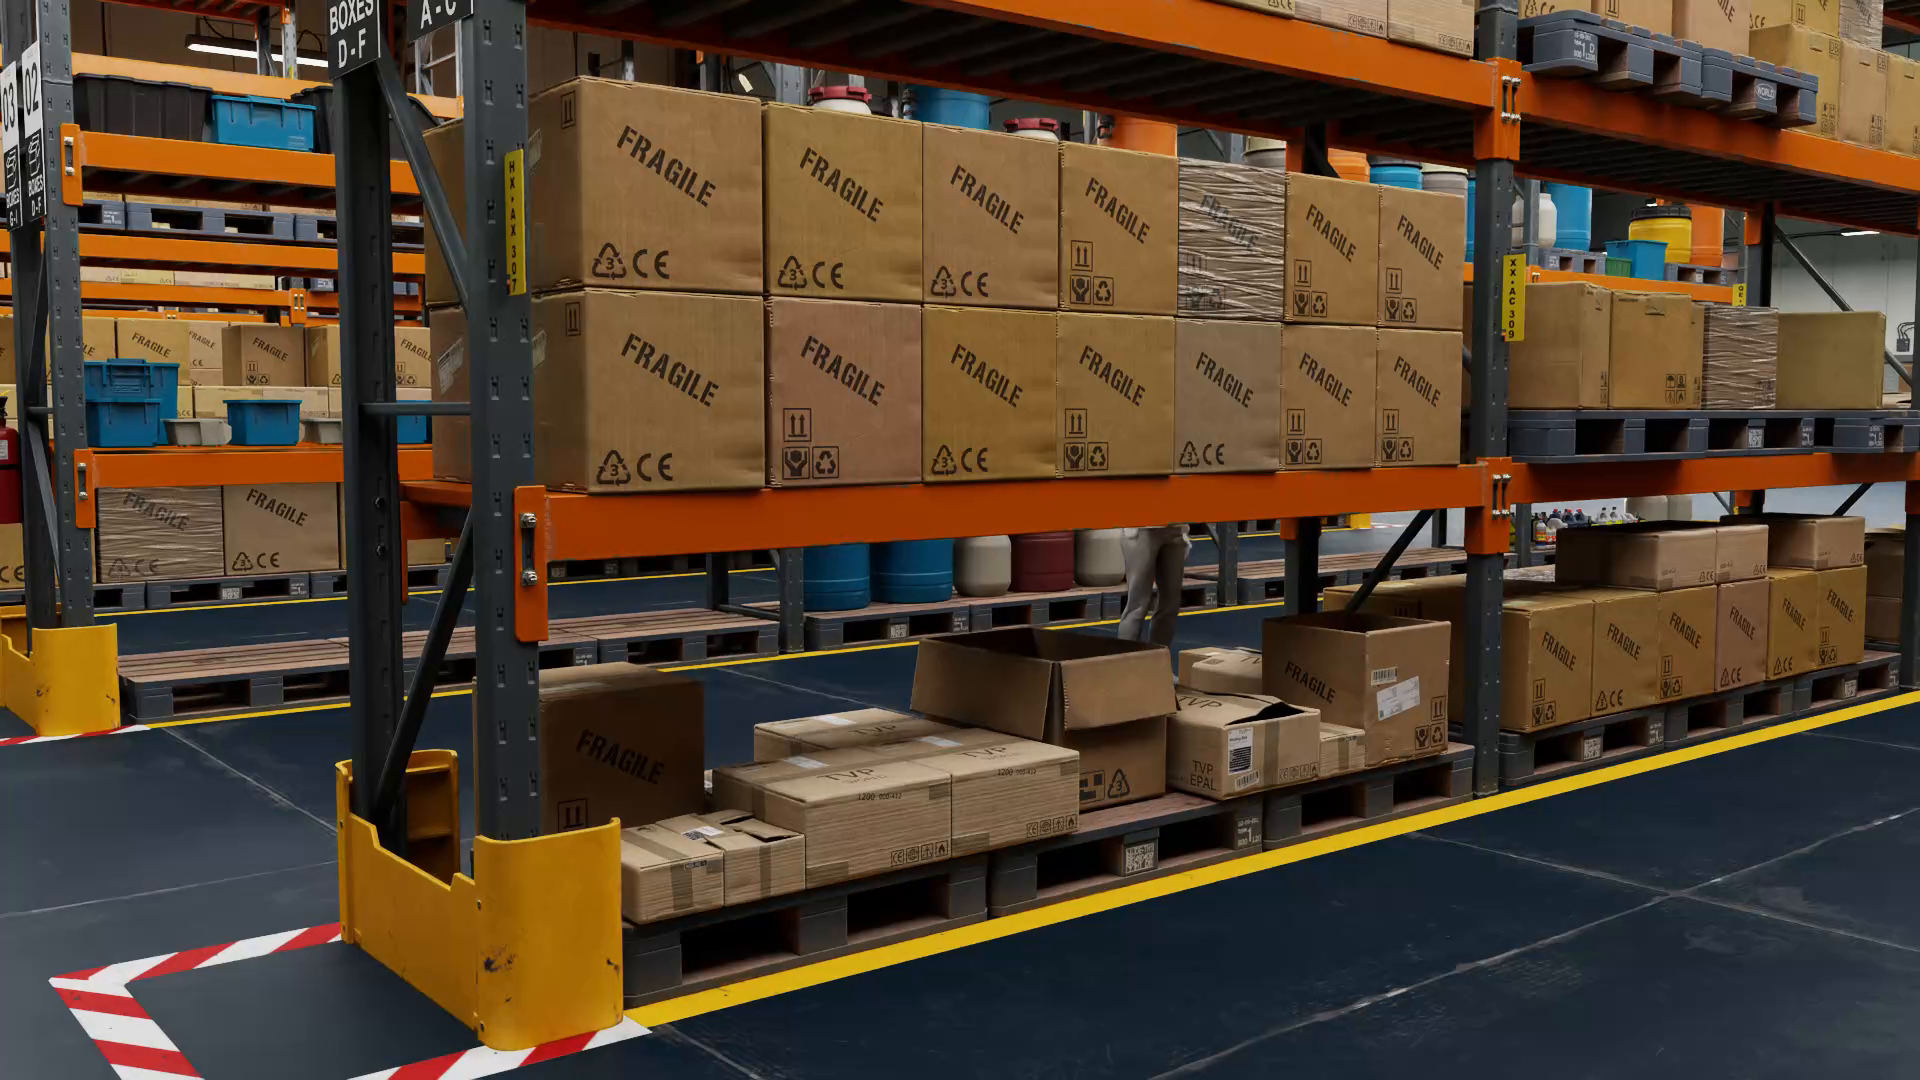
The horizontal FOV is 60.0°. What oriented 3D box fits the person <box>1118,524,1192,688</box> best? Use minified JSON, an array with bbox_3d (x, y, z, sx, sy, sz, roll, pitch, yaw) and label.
[{"bbox_3d":[1.064,-0.015,9.025,0.470,1.669,0.328,-3,6,-38],"label":"person"}]
